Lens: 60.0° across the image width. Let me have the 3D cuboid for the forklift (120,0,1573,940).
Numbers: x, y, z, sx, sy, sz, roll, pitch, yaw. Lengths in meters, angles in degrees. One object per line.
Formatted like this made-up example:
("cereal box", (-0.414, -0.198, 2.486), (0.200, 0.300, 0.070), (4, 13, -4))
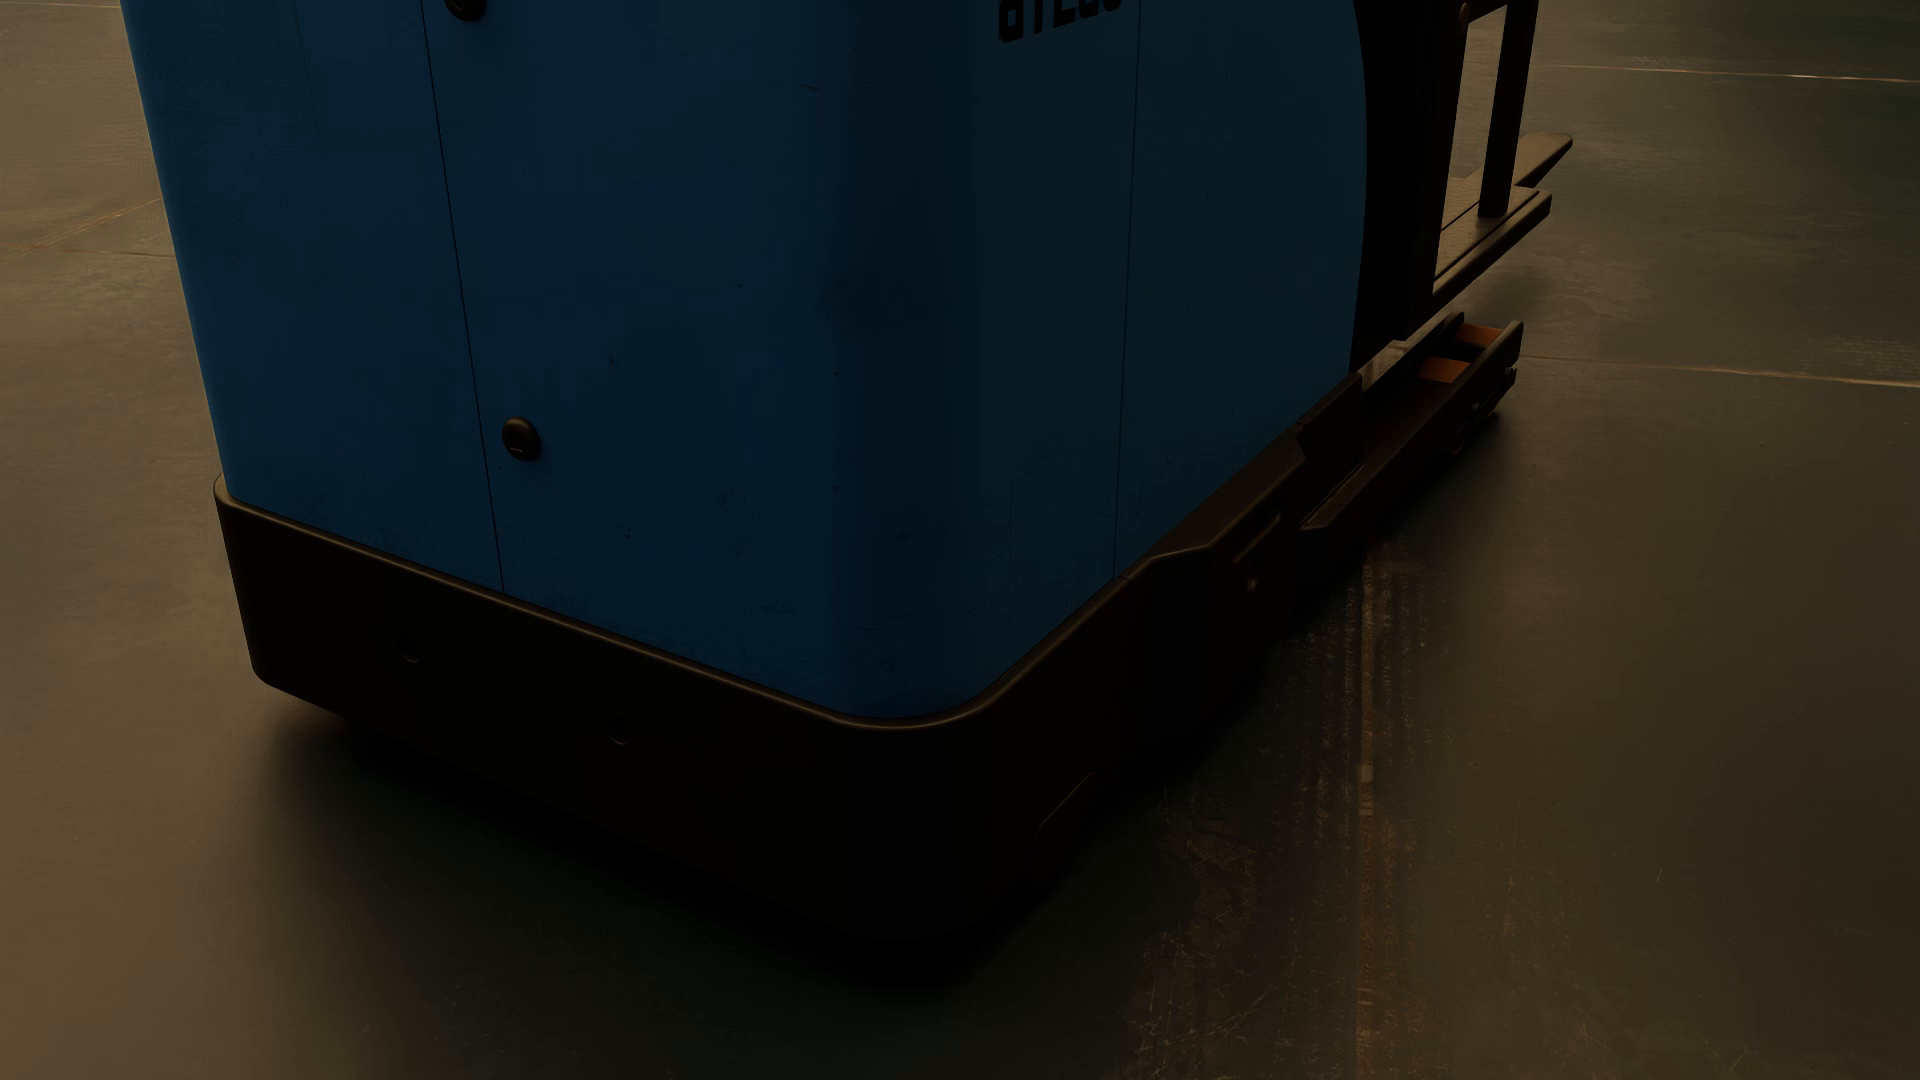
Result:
("forklift", (0.331, -1.548, 2.314), (1.130, 2.935, 3.031), (16, 31, 28))
